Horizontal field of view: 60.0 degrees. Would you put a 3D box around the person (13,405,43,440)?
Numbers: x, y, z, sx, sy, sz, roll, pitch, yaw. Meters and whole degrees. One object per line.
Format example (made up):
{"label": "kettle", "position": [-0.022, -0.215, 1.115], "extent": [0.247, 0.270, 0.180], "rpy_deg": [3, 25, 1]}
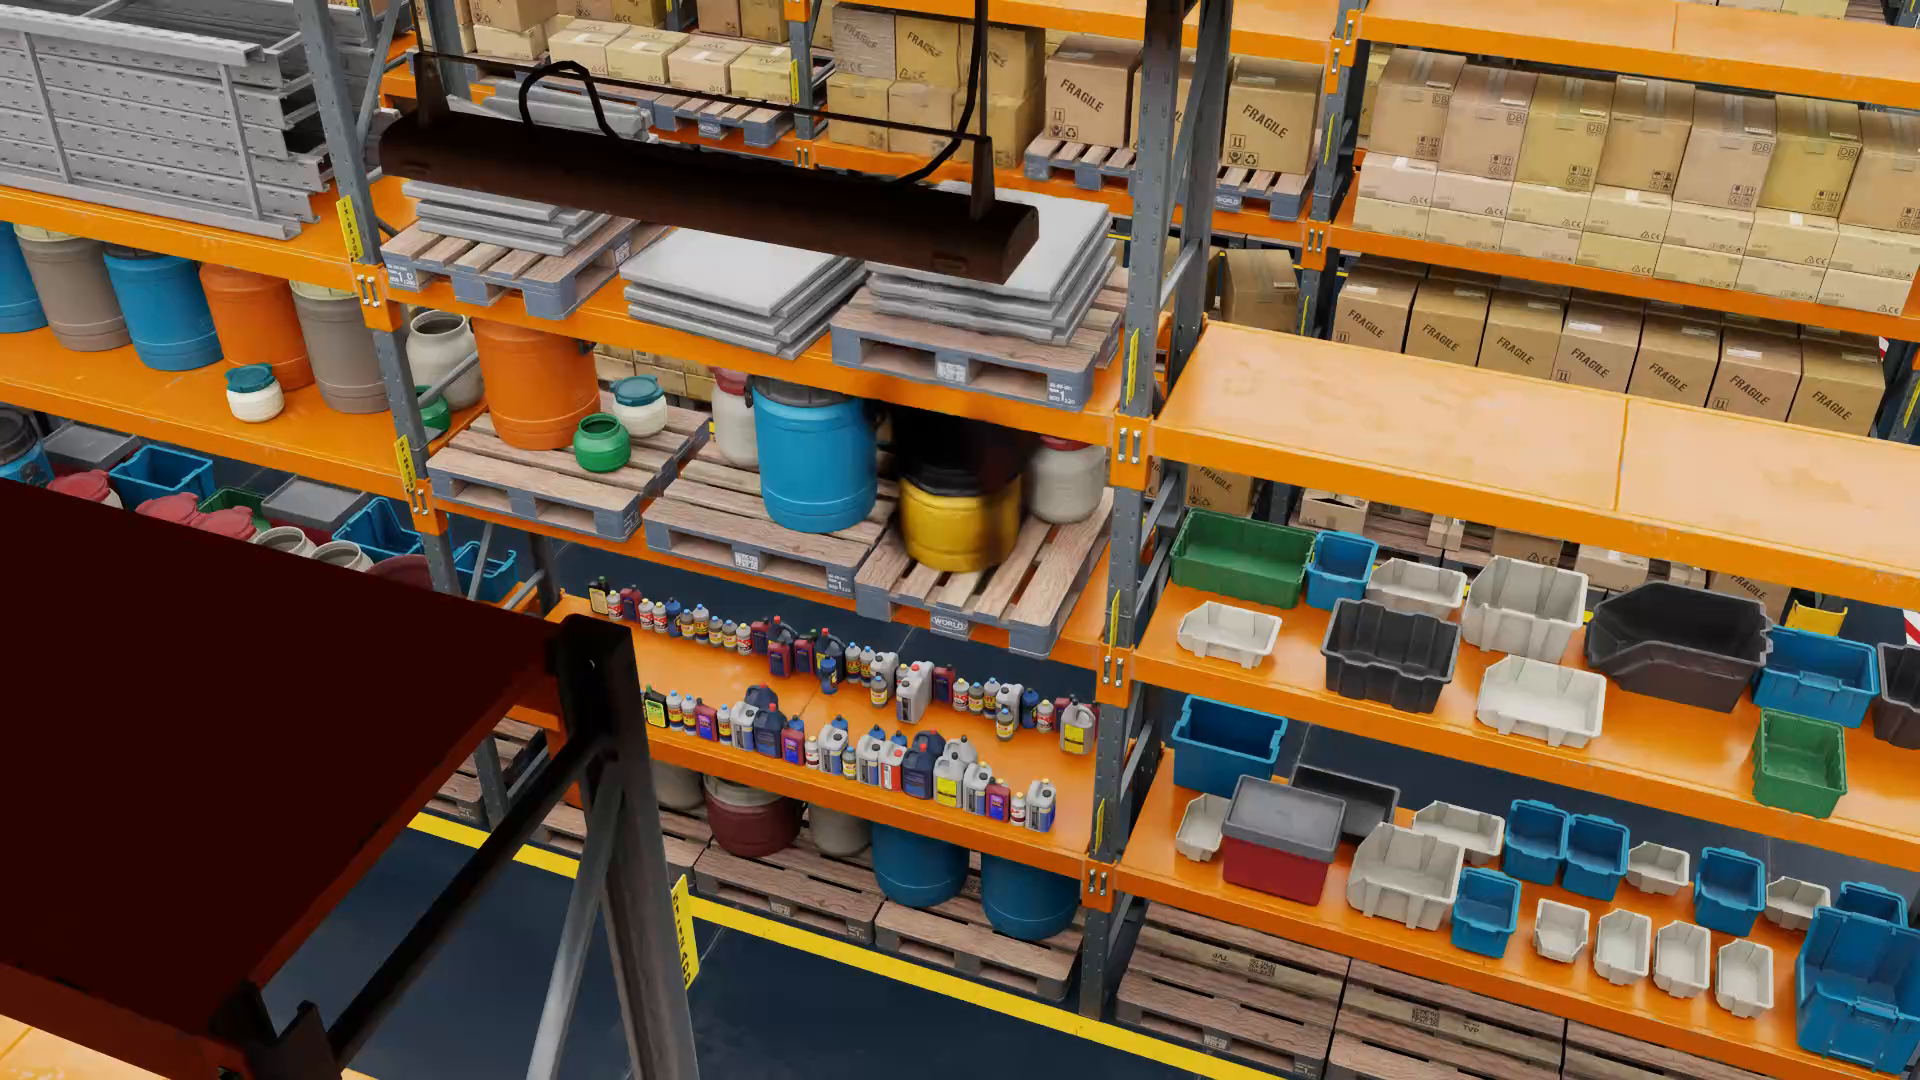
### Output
{"label": "person", "position": [-7.535, -1.325, 13.704], "extent": [0.913, 1.811, 0.710], "rpy_deg": [9, 37, 12]}
